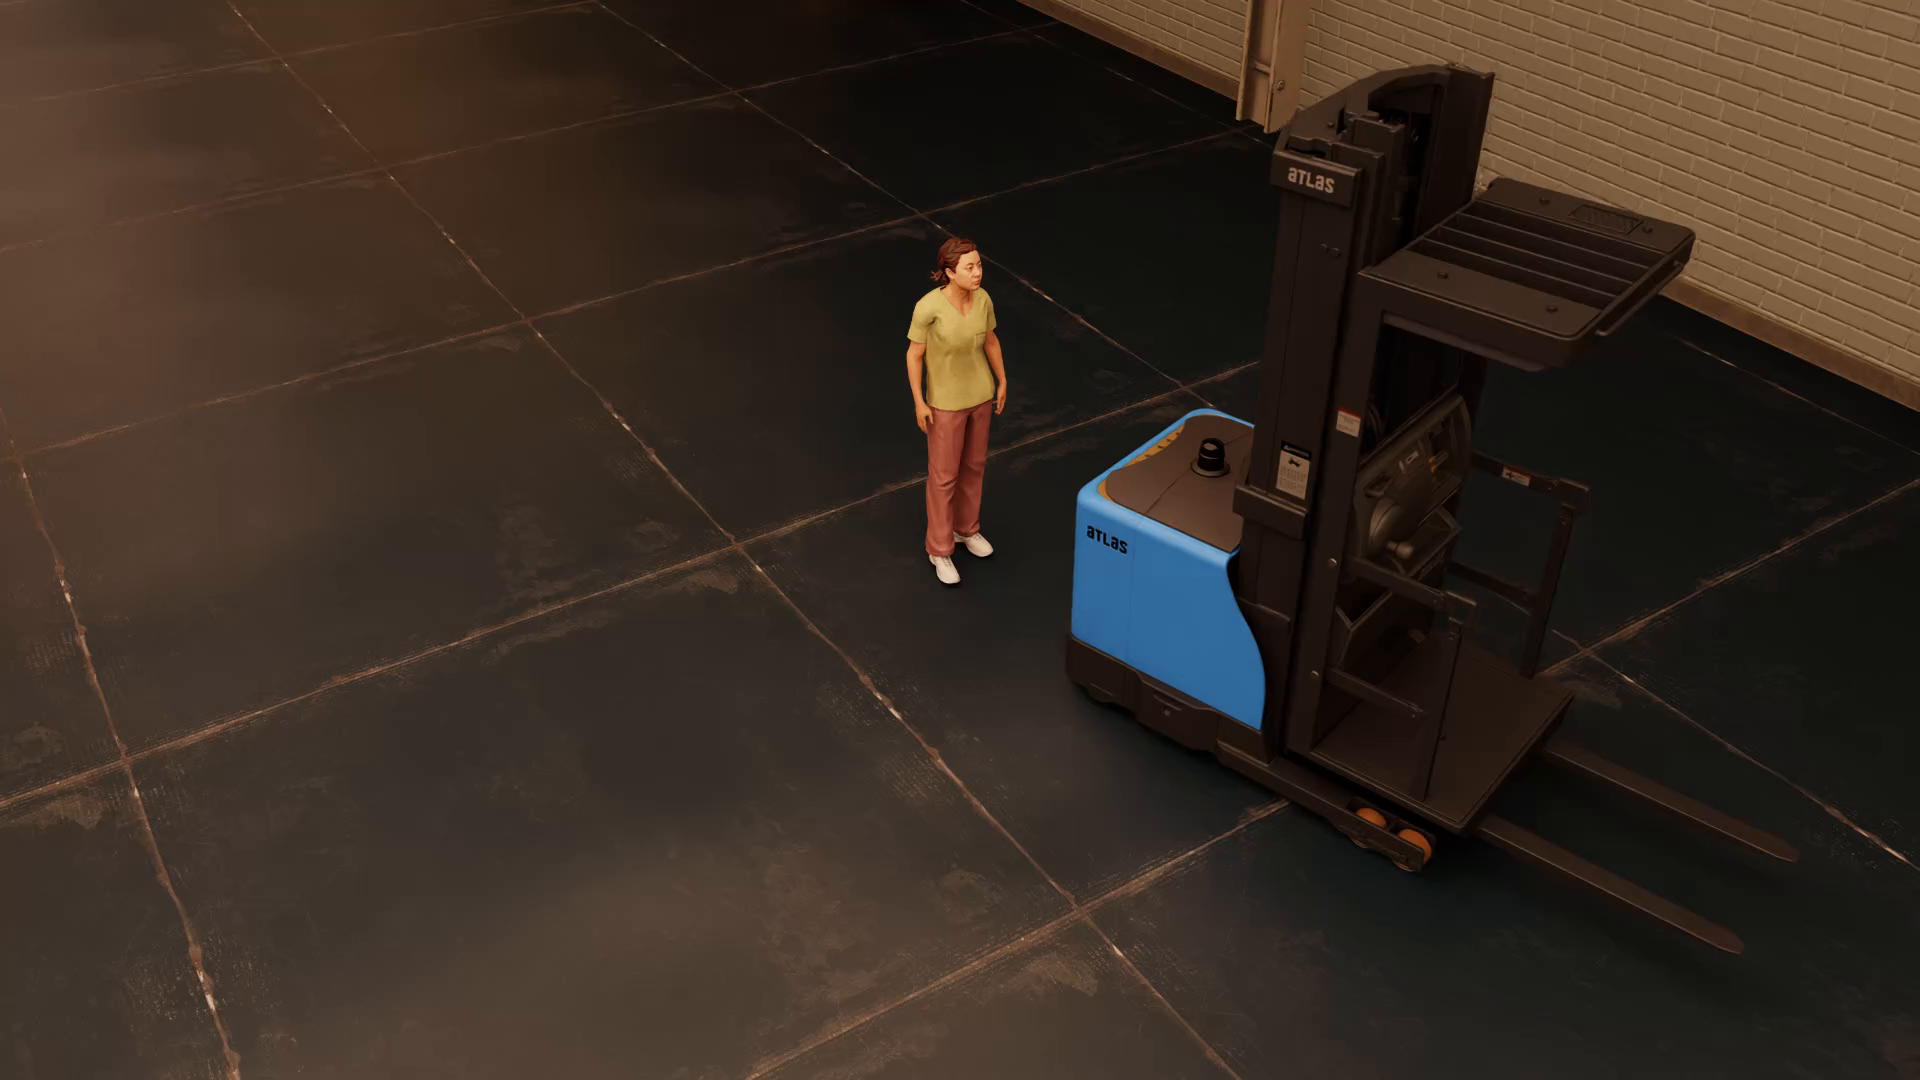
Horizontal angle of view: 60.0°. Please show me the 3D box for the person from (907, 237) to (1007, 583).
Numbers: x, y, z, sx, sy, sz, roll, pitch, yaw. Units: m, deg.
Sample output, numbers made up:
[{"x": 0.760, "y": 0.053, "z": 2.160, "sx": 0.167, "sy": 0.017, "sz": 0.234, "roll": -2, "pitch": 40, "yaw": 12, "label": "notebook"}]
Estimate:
[{"x": 0.031, "y": -0.652, "z": 8.155, "sx": 0.554, "sy": 1.673, "sz": 0.548, "roll": -21, "pitch": 40, "yaw": -27, "label": "person"}]

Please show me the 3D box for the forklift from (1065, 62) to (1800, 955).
[{"x": 1.939, "y": -0.196, "z": 6.427, "sx": 3.031, "sy": 2.935, "sz": 1.130, "roll": 26, "pitch": 43, "yaw": 32, "label": "forklift"}]
